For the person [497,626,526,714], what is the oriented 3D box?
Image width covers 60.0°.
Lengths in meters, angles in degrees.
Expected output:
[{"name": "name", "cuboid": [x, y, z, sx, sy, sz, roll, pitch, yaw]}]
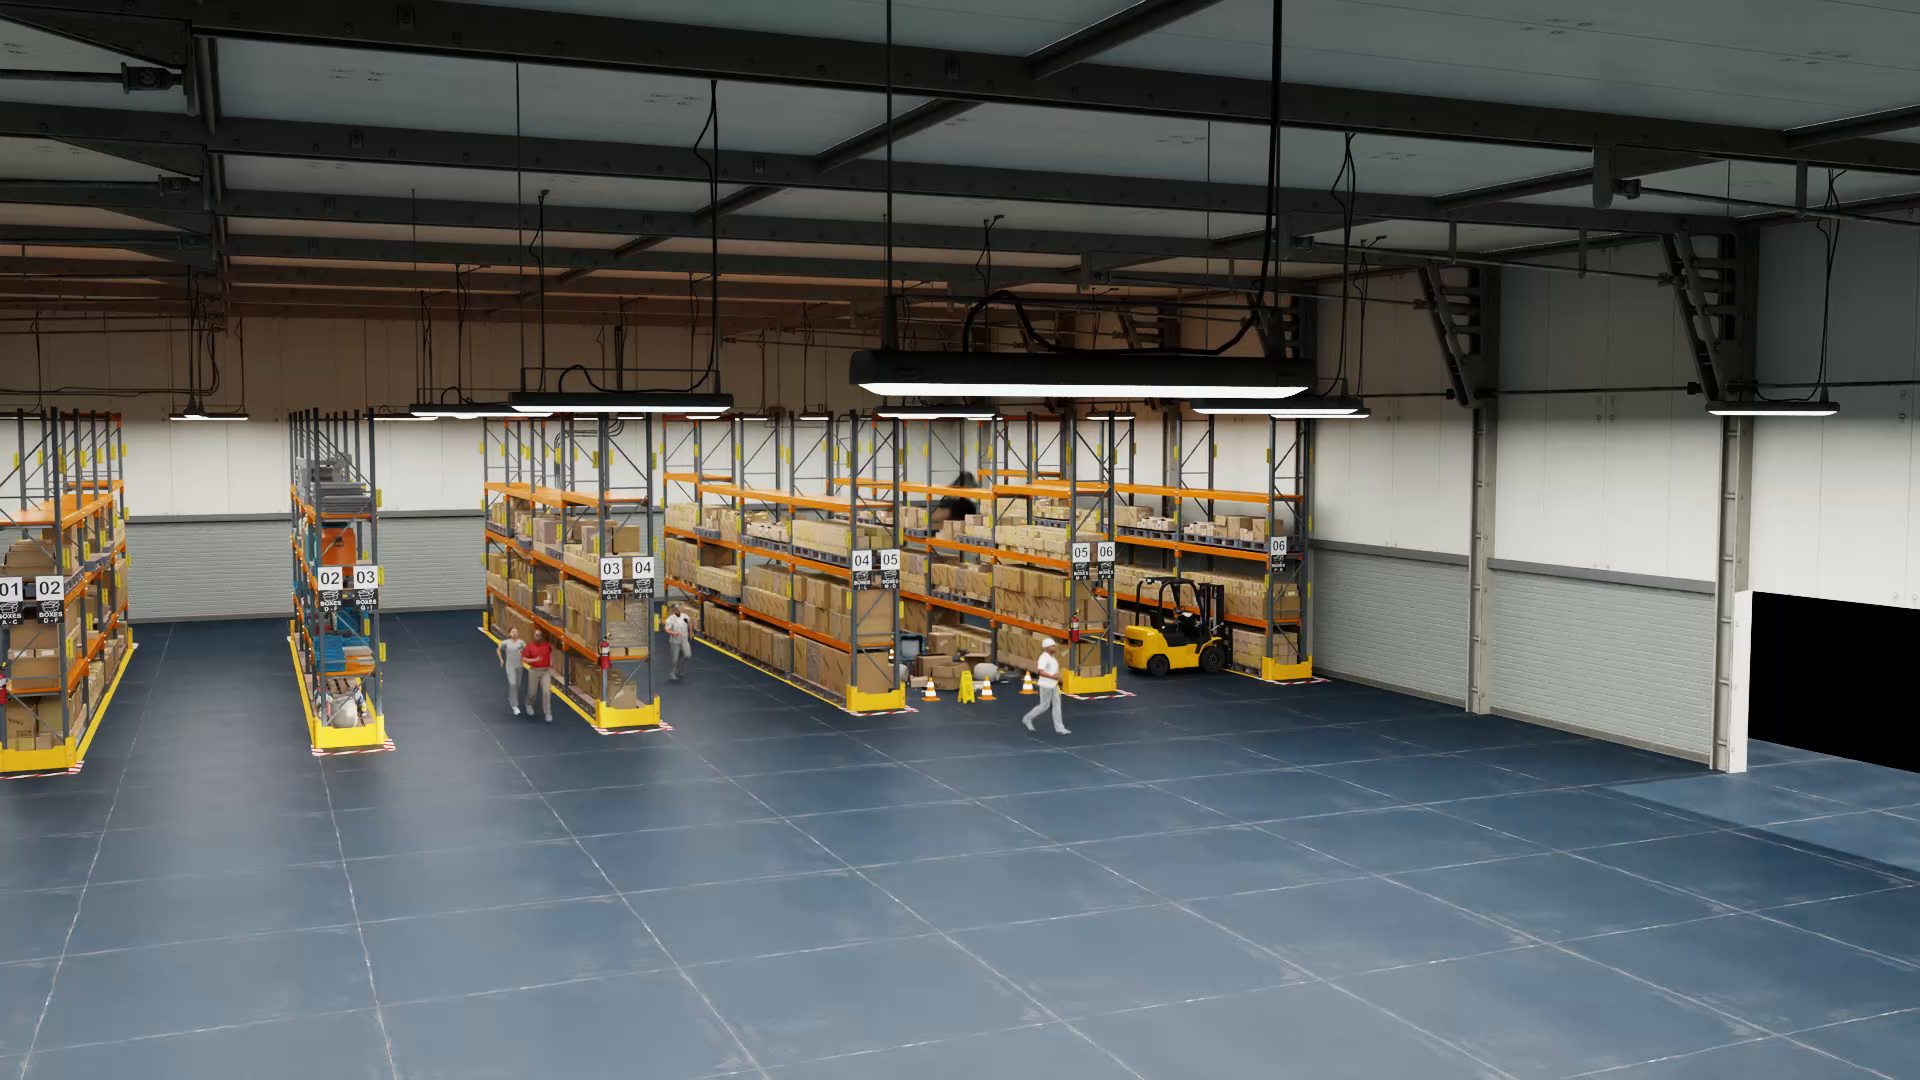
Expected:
[{"name": "person", "cuboid": [-8.864, 2.553, 33.041, 0.550, 1.693, 0.904, -3, 5, -34]}]

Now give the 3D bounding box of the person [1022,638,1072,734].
[{"name": "person", "cuboid": [1.599, 2.688, 30.602, 0.932, 1.762, 0.699, 2, 4, 21]}]

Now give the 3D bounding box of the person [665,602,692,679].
[{"name": "person", "cuboid": [-6.242, 2.244, 37.058, 0.691, 1.738, 0.809, -2, 5, -28]}]

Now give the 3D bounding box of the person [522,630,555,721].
[{"name": "person", "cuboid": [-8.135, 2.589, 32.135, 0.663, 1.714, 0.987, -2, 5, -30]}]
